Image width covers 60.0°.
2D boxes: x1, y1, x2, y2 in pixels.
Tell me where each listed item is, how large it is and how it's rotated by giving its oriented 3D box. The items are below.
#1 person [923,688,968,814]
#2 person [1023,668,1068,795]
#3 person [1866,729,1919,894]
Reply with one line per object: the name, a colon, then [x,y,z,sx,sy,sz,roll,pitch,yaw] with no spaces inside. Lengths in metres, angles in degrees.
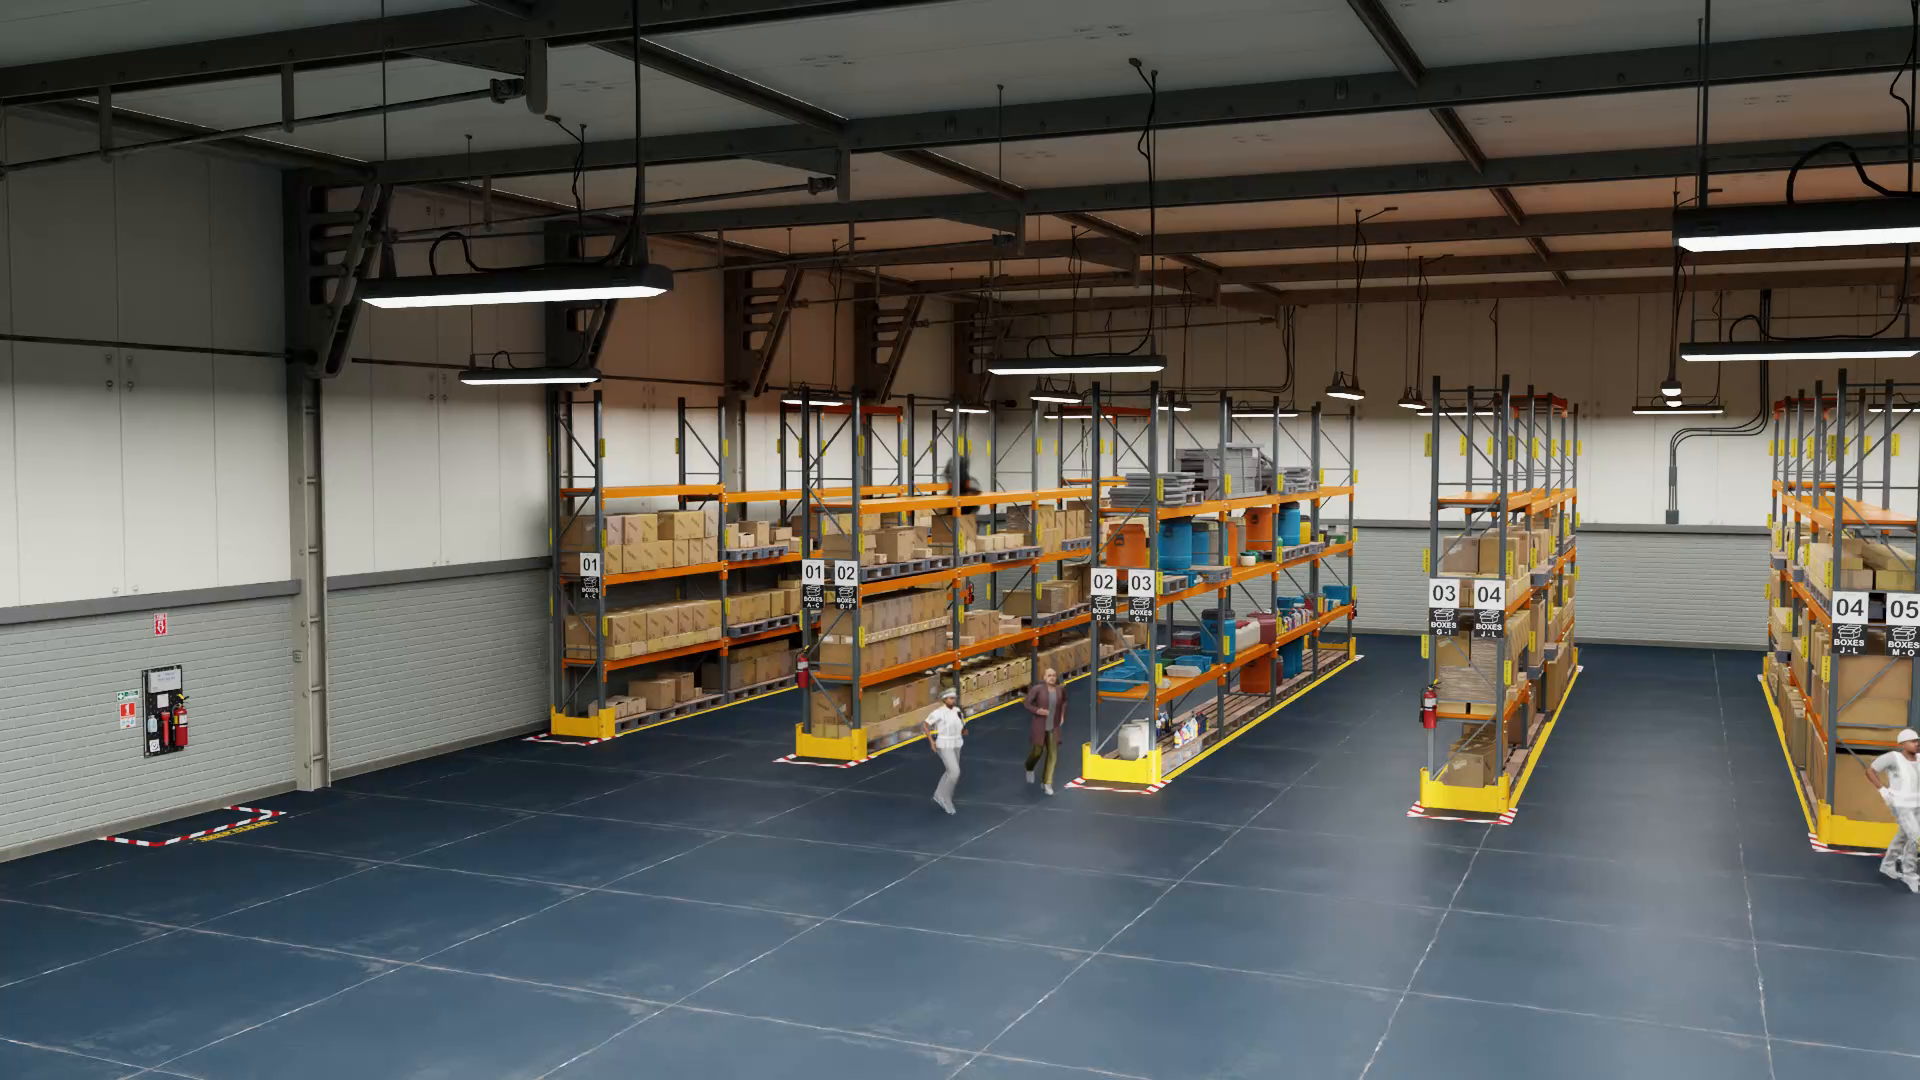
person: [-0.147,2.895,22.916,0.724,1.738,0.544,3,4,45]
person: [1.277,2.768,24.412,0.718,1.789,0.967,-1,3,-11]
person: [10.775,3.064,18.924,0.669,1.836,0.735,-1,3,-20]
